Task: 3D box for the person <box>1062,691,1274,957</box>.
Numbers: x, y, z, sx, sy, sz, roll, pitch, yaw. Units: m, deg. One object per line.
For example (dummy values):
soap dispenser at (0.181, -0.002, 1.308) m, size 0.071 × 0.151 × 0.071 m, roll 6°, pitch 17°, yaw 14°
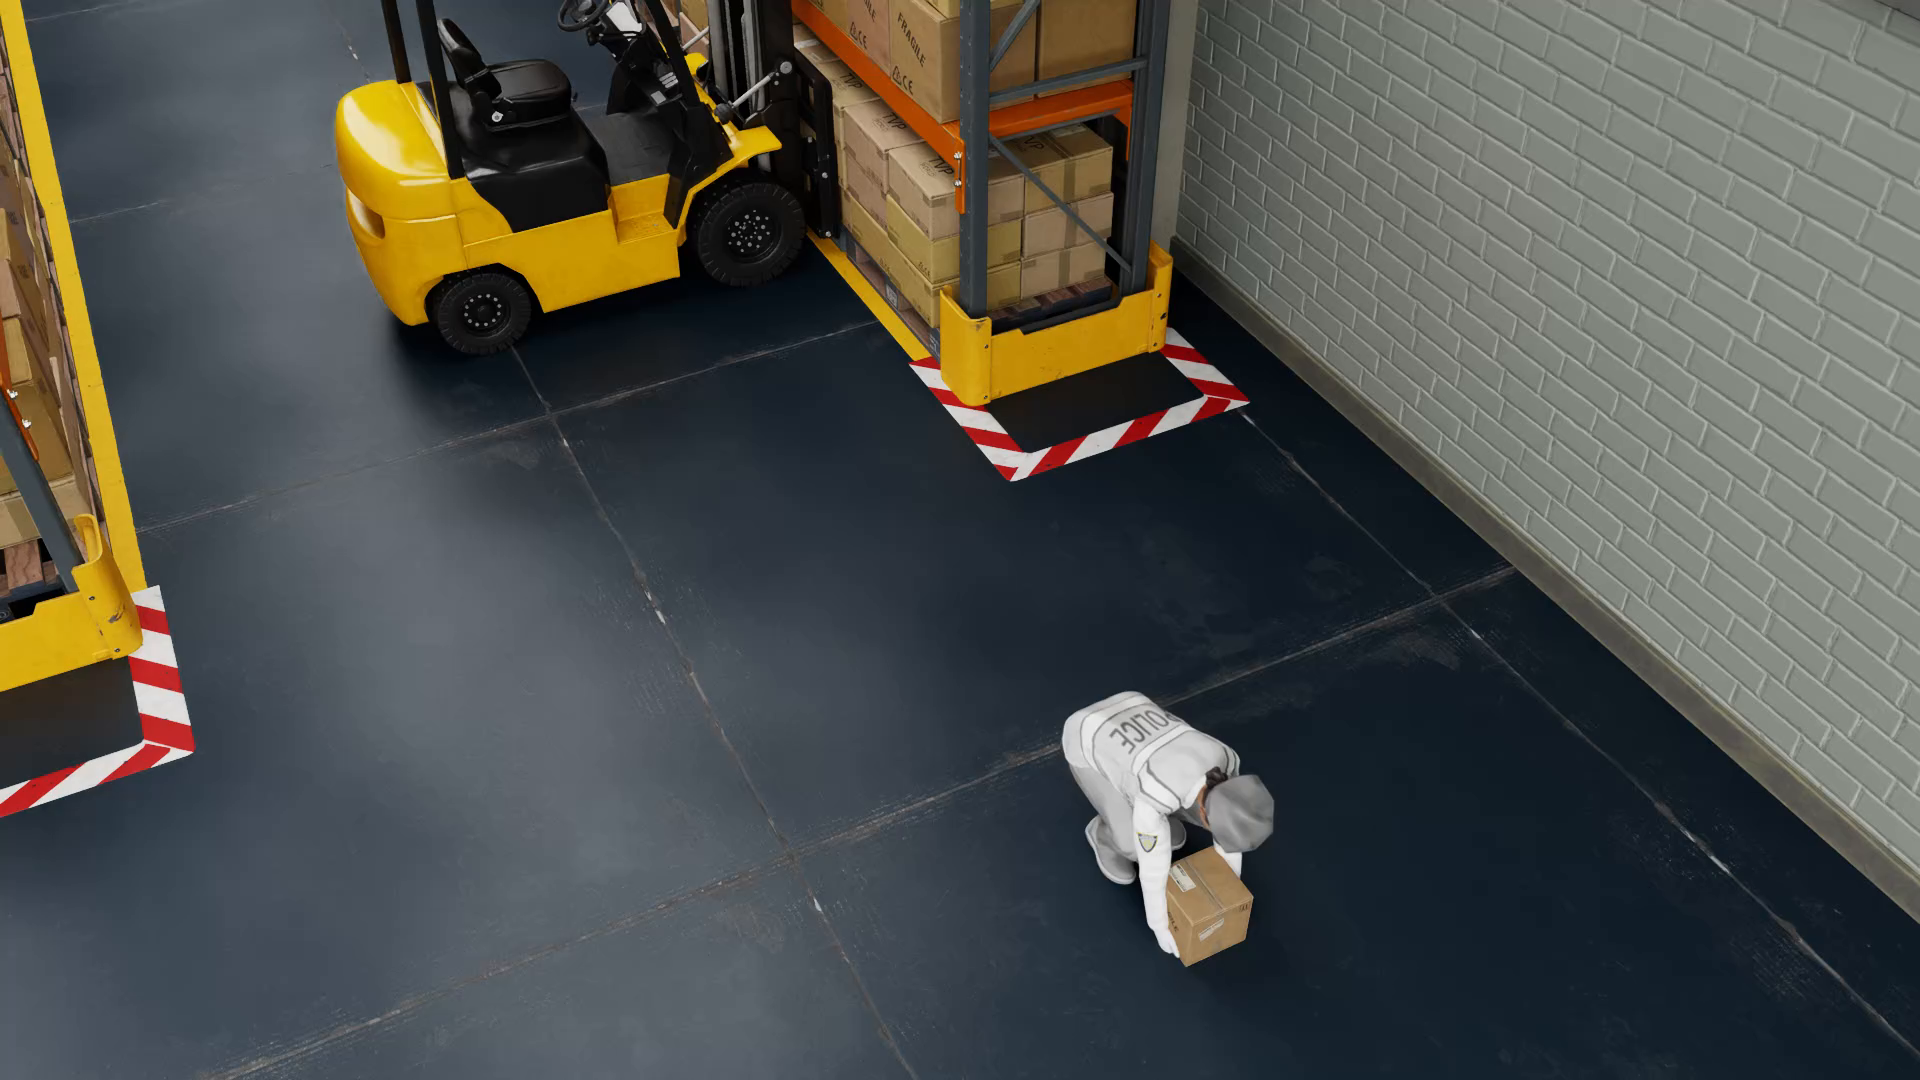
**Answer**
person at (0.713, 0.928, 5.825) m, size 0.460 × 0.838 × 0.894 m, roll -20°, pitch 45°, yaw -21°
